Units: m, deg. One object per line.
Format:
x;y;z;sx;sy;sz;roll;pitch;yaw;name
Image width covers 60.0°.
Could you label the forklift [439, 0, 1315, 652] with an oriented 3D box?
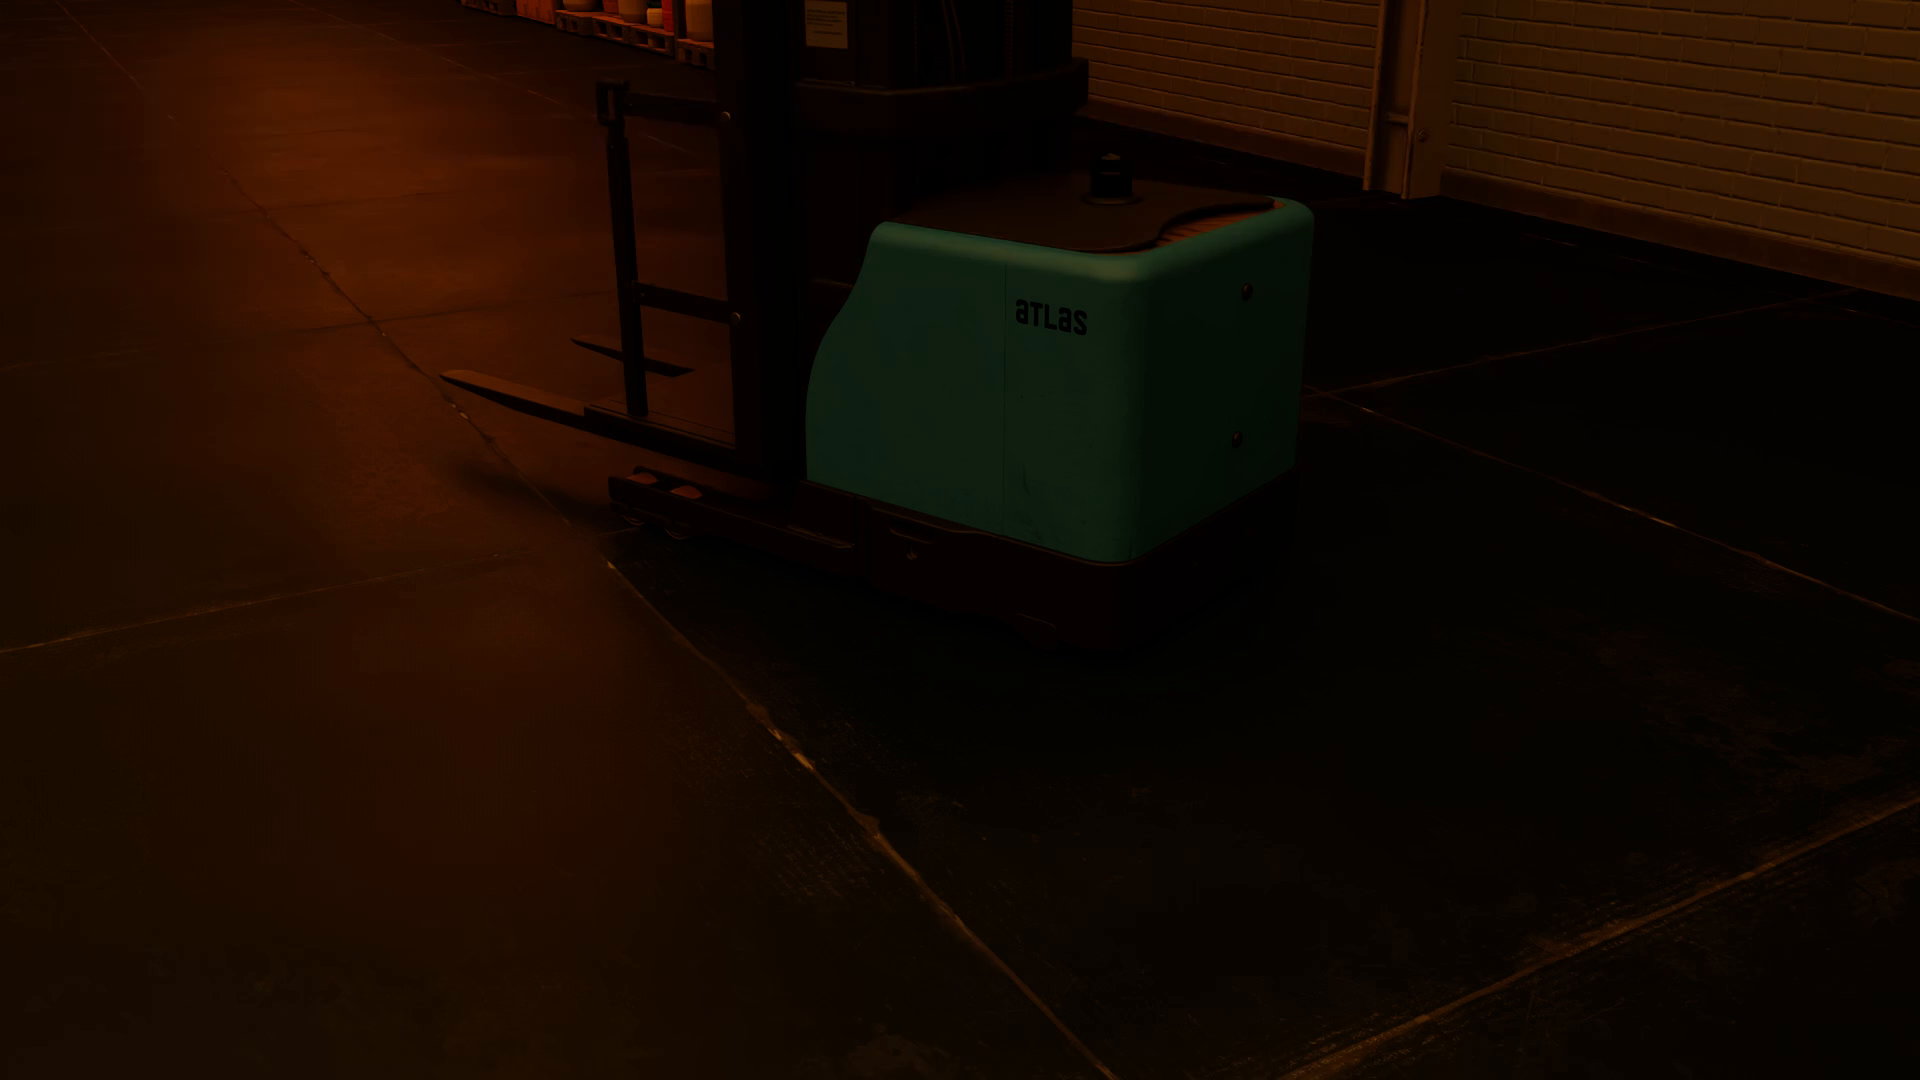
-0.481;-1.497;4.922;3.031;2.935;1.130;16;27;34;forklift
